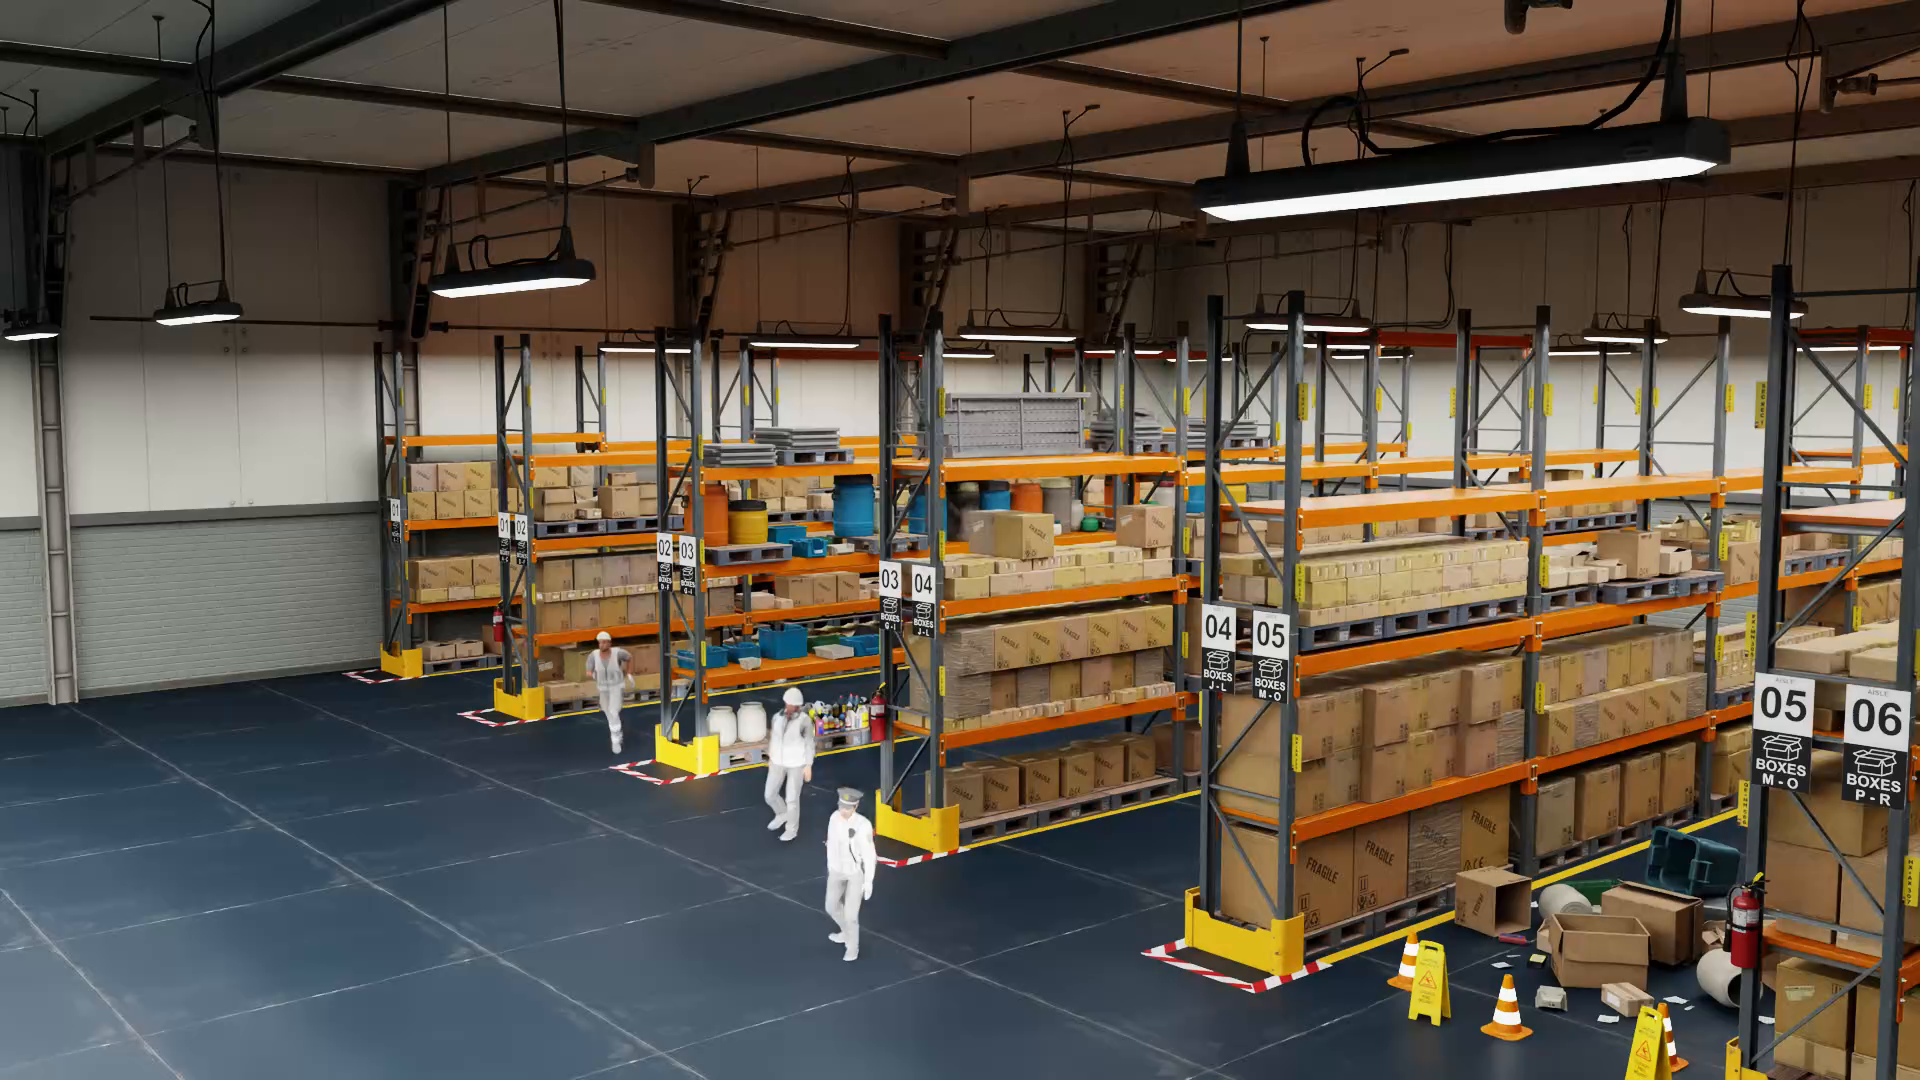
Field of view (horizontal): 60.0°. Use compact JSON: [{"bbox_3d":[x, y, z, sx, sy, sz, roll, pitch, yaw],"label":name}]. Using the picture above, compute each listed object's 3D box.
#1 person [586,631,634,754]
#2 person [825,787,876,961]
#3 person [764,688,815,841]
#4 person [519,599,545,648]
[{"bbox_3d":[-4.969,2.137,23.667,0.622,1.729,0.971,1,5,10],"label":"person"},{"bbox_3d":[-0.993,2.995,15.106,0.716,1.600,0.602,3,6,32],"label":"person"},{"bbox_3d":[-1.954,2.542,19.019,0.665,1.763,0.471,2,6,22],"label":"person"},{"bbox_3d":[-7.334,1.769,28.901,0.623,1.629,0.961,2,6,23],"label":"person"}]
